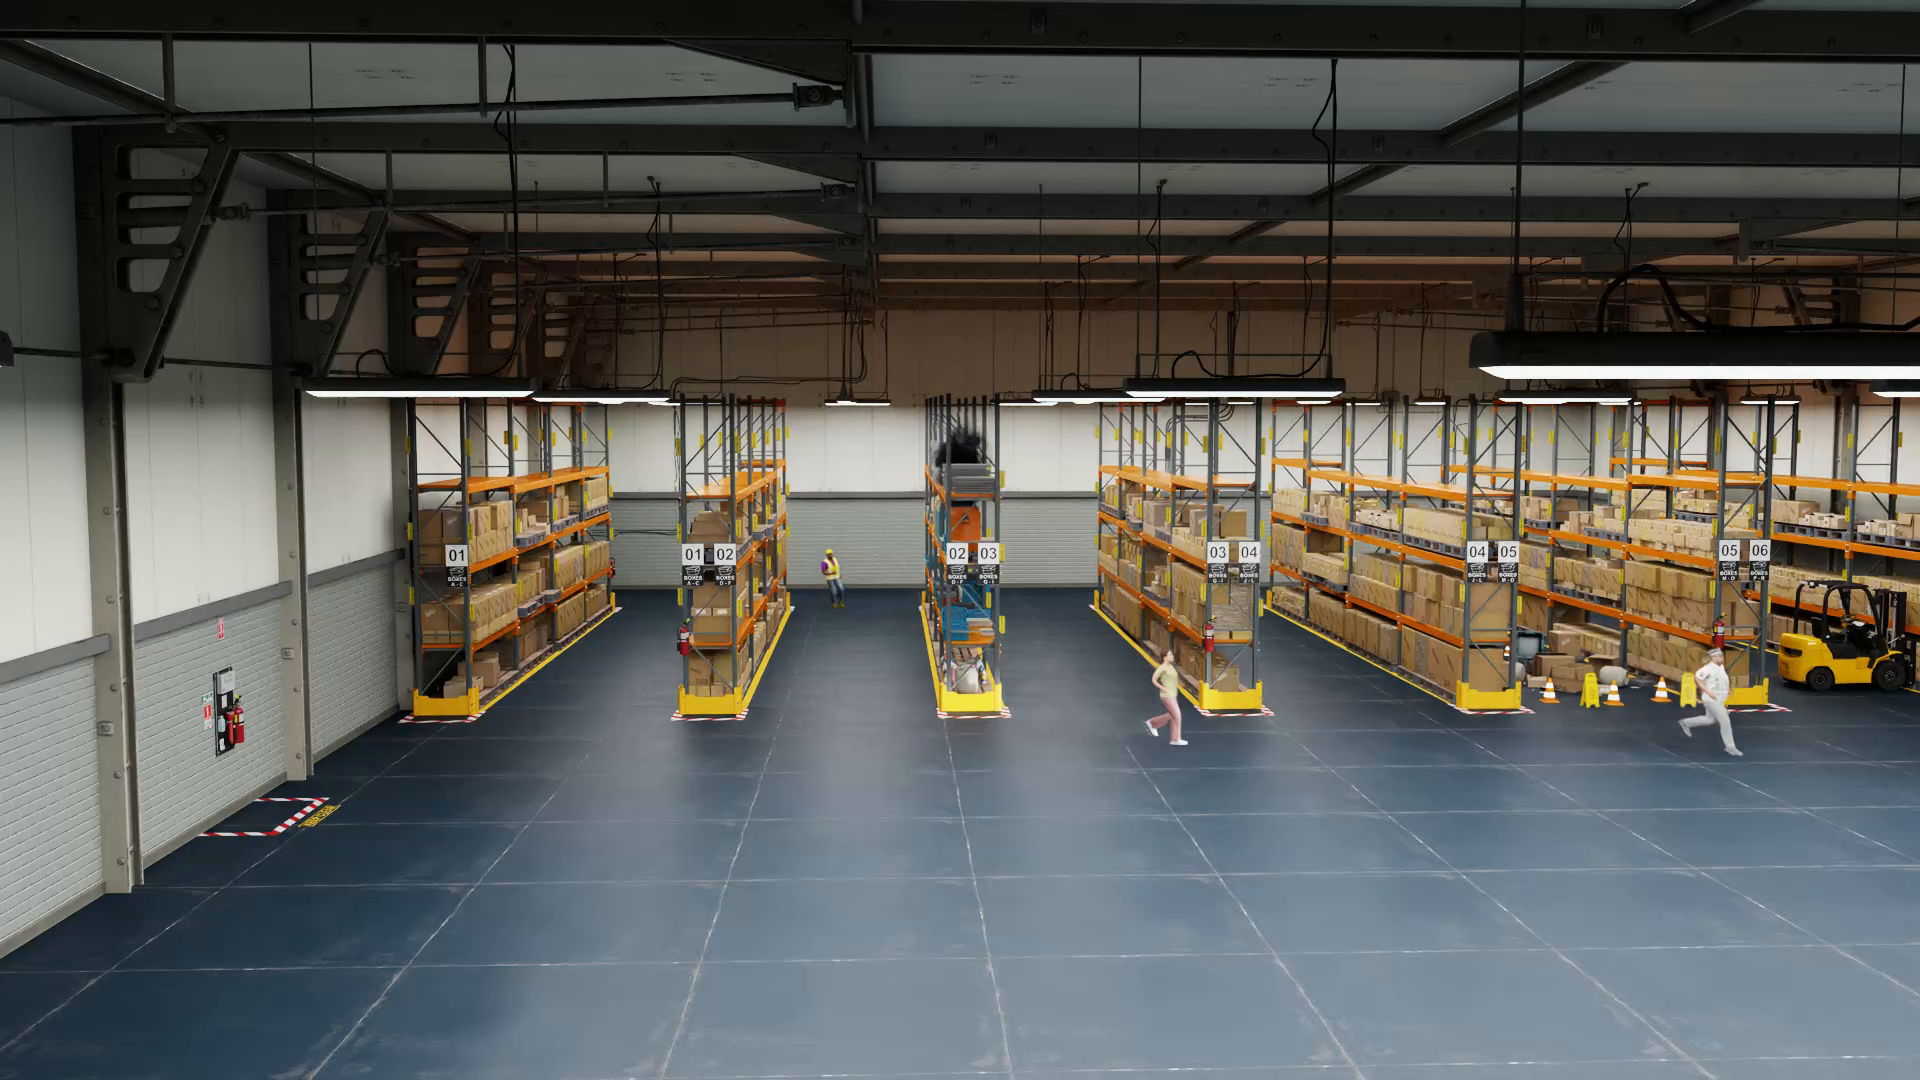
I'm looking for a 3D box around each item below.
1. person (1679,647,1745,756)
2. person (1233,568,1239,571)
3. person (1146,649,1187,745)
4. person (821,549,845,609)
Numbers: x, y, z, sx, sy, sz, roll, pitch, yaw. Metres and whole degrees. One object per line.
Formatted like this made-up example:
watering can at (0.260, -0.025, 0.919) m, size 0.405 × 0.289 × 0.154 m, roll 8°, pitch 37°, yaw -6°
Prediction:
person at (12.591, 2.669, 27.819) m, size 1.107 × 1.791 × 0.633 m, roll 4°, pitch 6°, yaw 40°
person at (7.666, 1.208, 46.230) m, size 0.730 × 1.744 × 0.665 m, roll 1°, pitch 5°, yaw 7°
person at (3.517, 2.678, 28.362) m, size 0.793 × 1.606 × 0.588 m, roll 3°, pitch 5°, yaw 31°
person at (-3.626, 1.114, 47.305) m, size 0.689 × 1.719 × 0.674 m, roll -3°, pitch 5°, yaw -30°
